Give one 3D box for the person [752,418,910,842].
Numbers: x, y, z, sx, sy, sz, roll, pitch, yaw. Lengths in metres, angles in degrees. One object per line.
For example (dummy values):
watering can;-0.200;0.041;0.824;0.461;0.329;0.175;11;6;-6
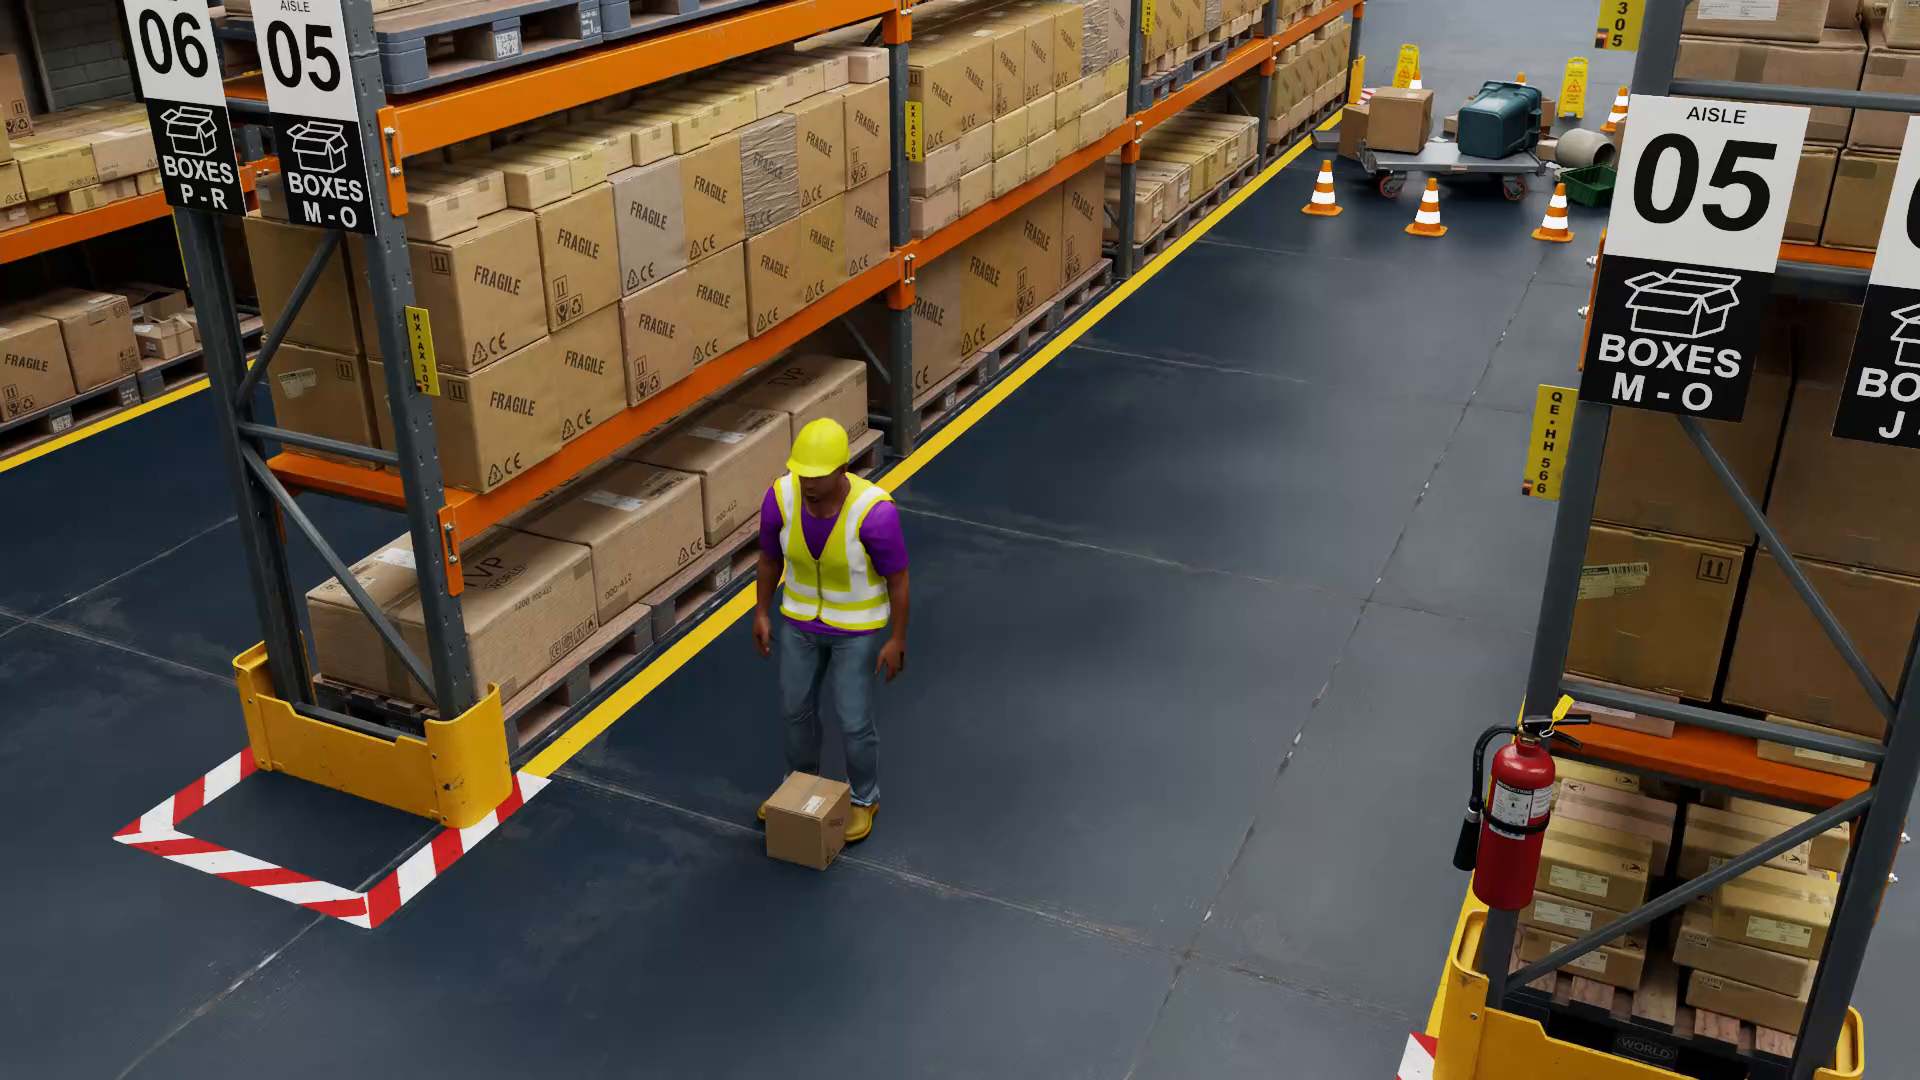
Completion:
person;-0.503;0.337;6.401;0.635;1.760;0.457;10;28;19
